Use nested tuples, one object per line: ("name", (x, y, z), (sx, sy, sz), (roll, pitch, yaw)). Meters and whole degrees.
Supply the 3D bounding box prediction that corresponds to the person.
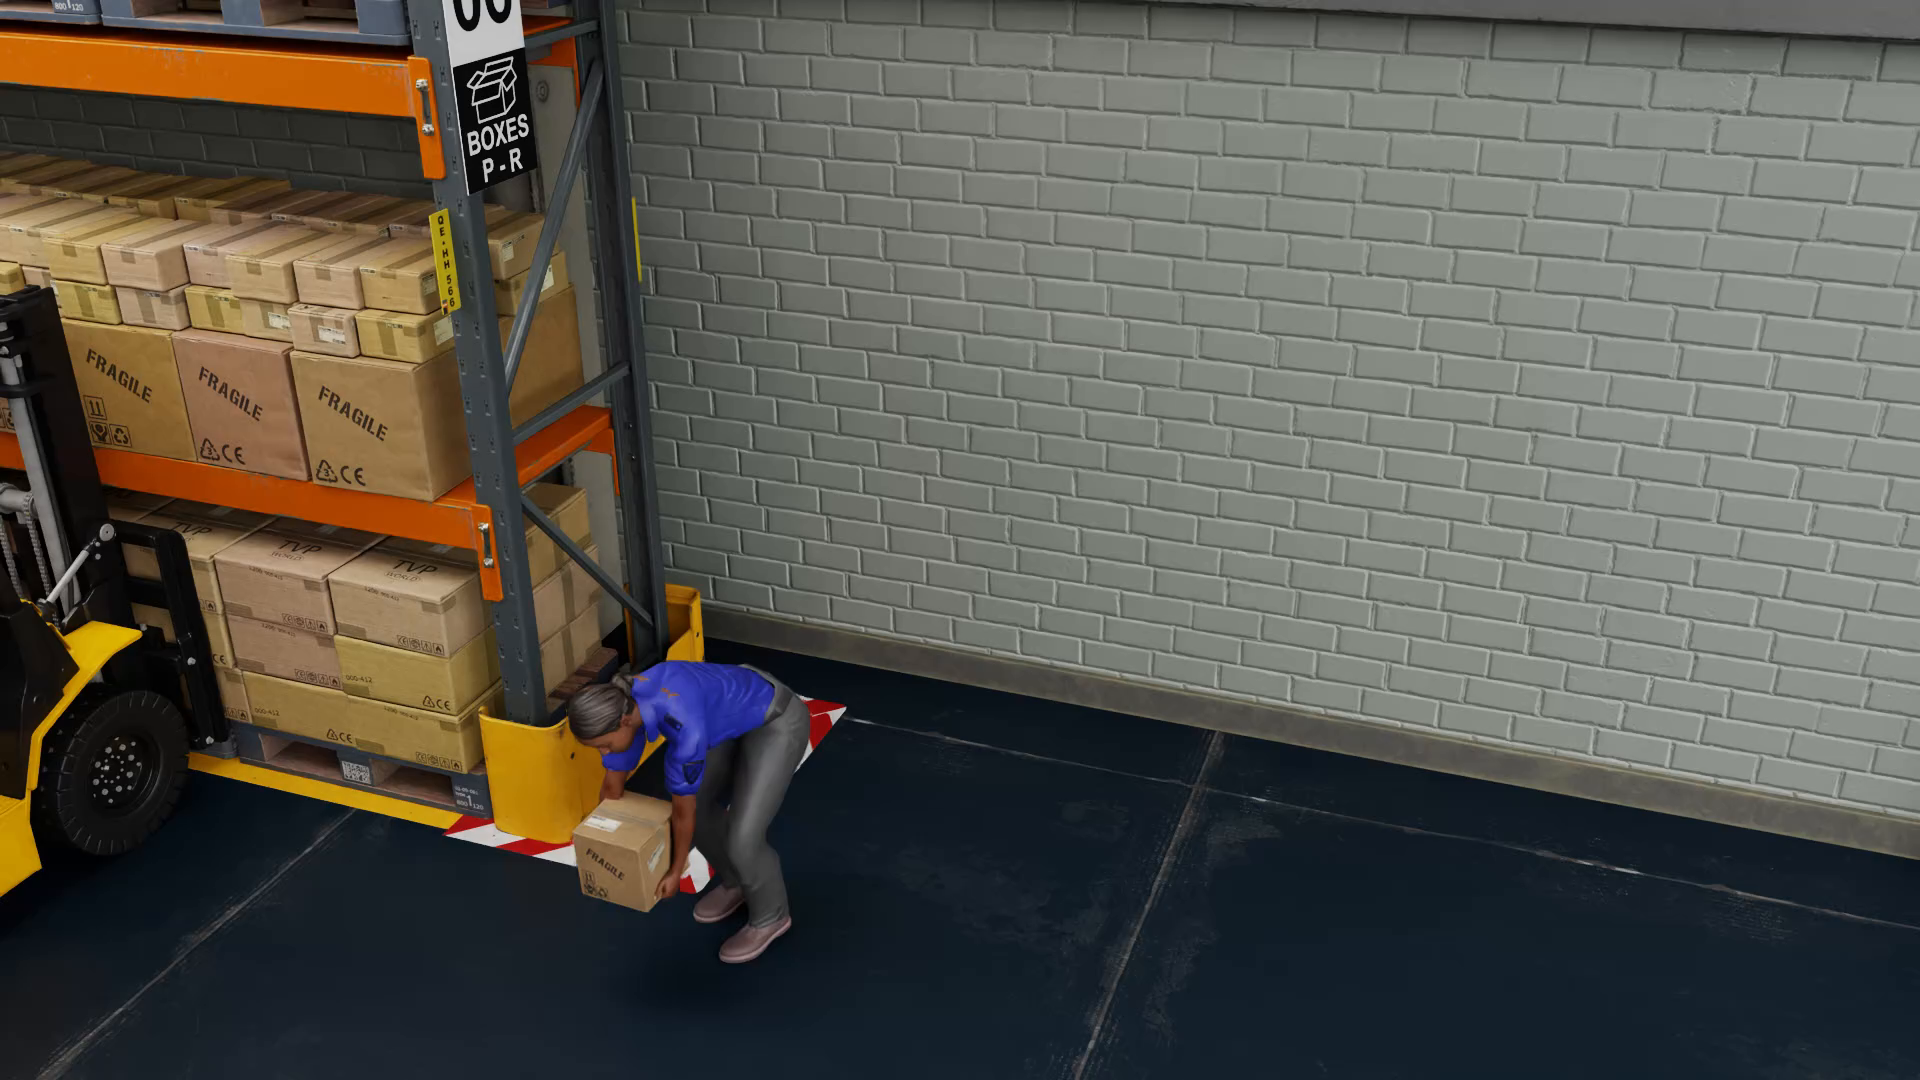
("person", (-0.860, 0.859, 5.419), (0.428, 1.165, 0.839), (23, 34, 39))
